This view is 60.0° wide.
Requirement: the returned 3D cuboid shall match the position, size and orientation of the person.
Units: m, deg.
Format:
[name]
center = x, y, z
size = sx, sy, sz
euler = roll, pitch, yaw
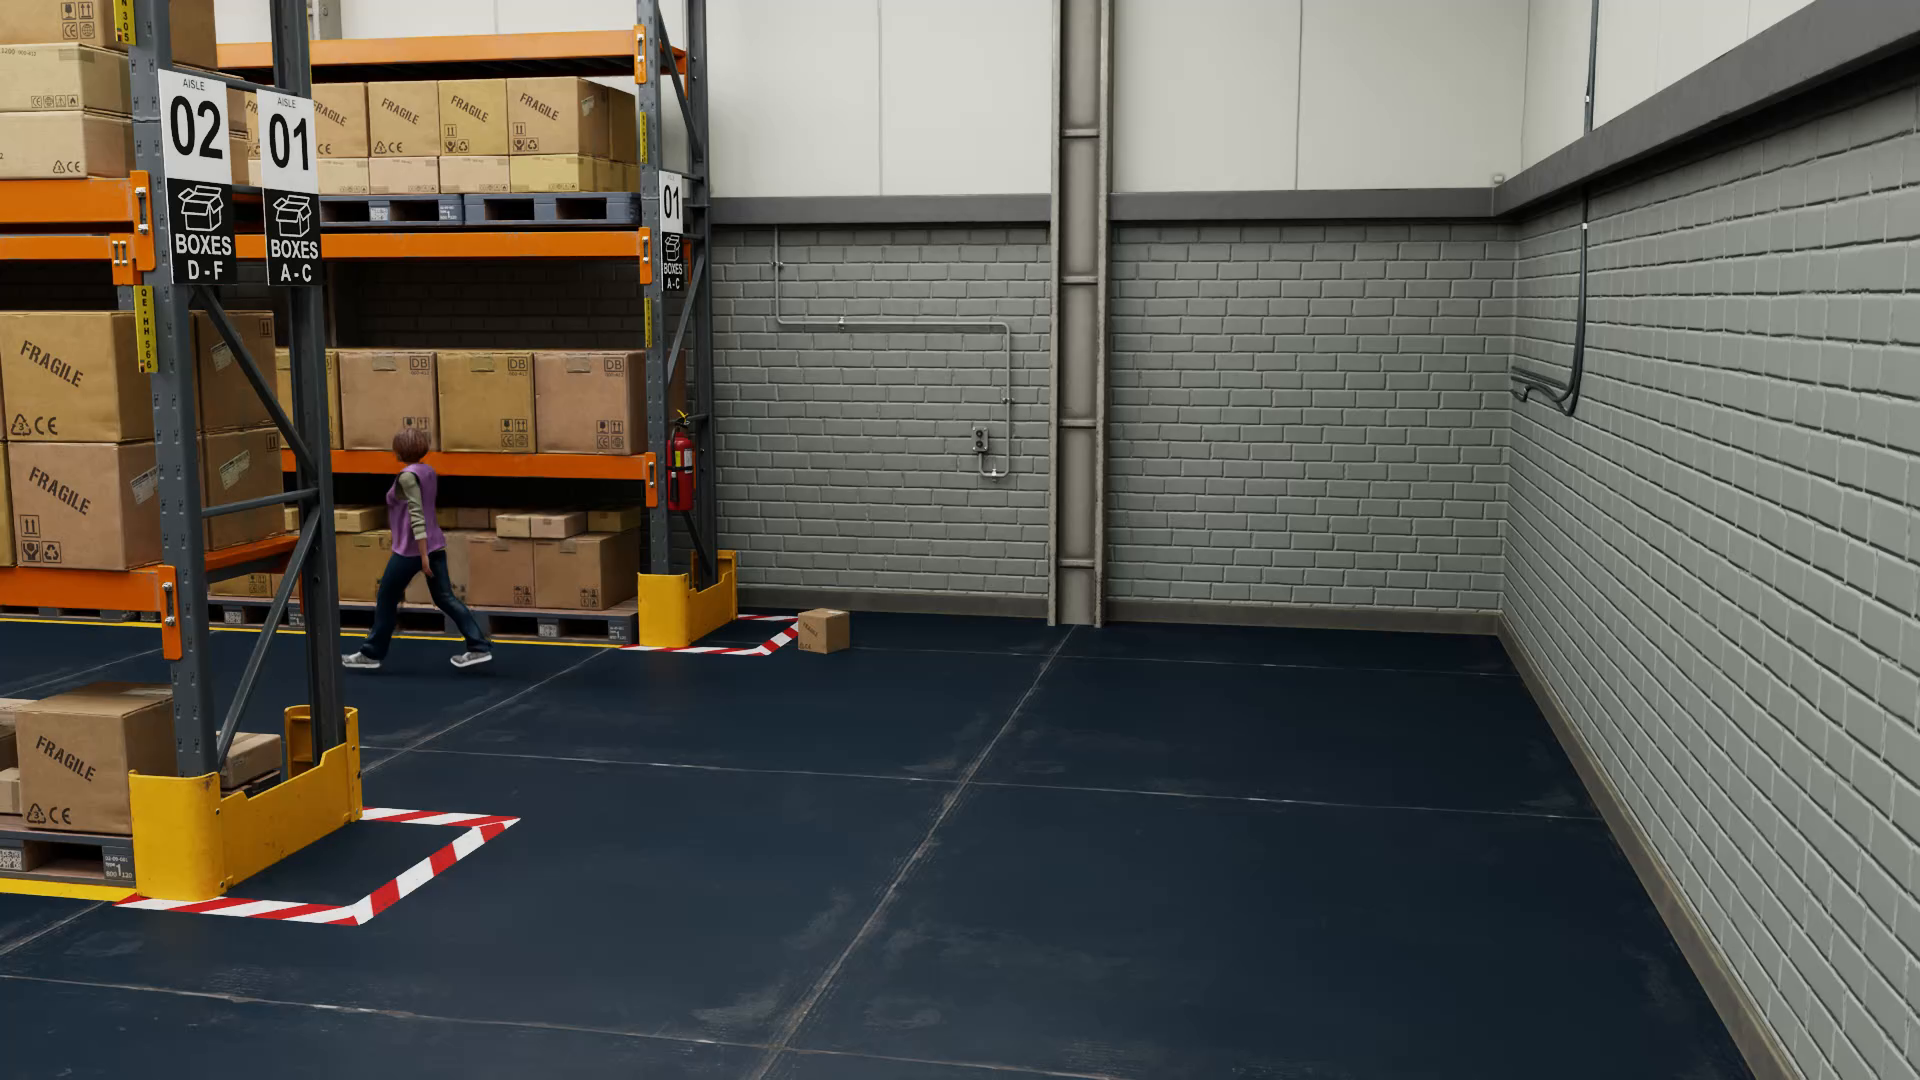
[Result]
[person]
center = -3.445, 0.048, 10.486
size = 0.989, 1.530, 0.446
euler = 2, 8, 13
